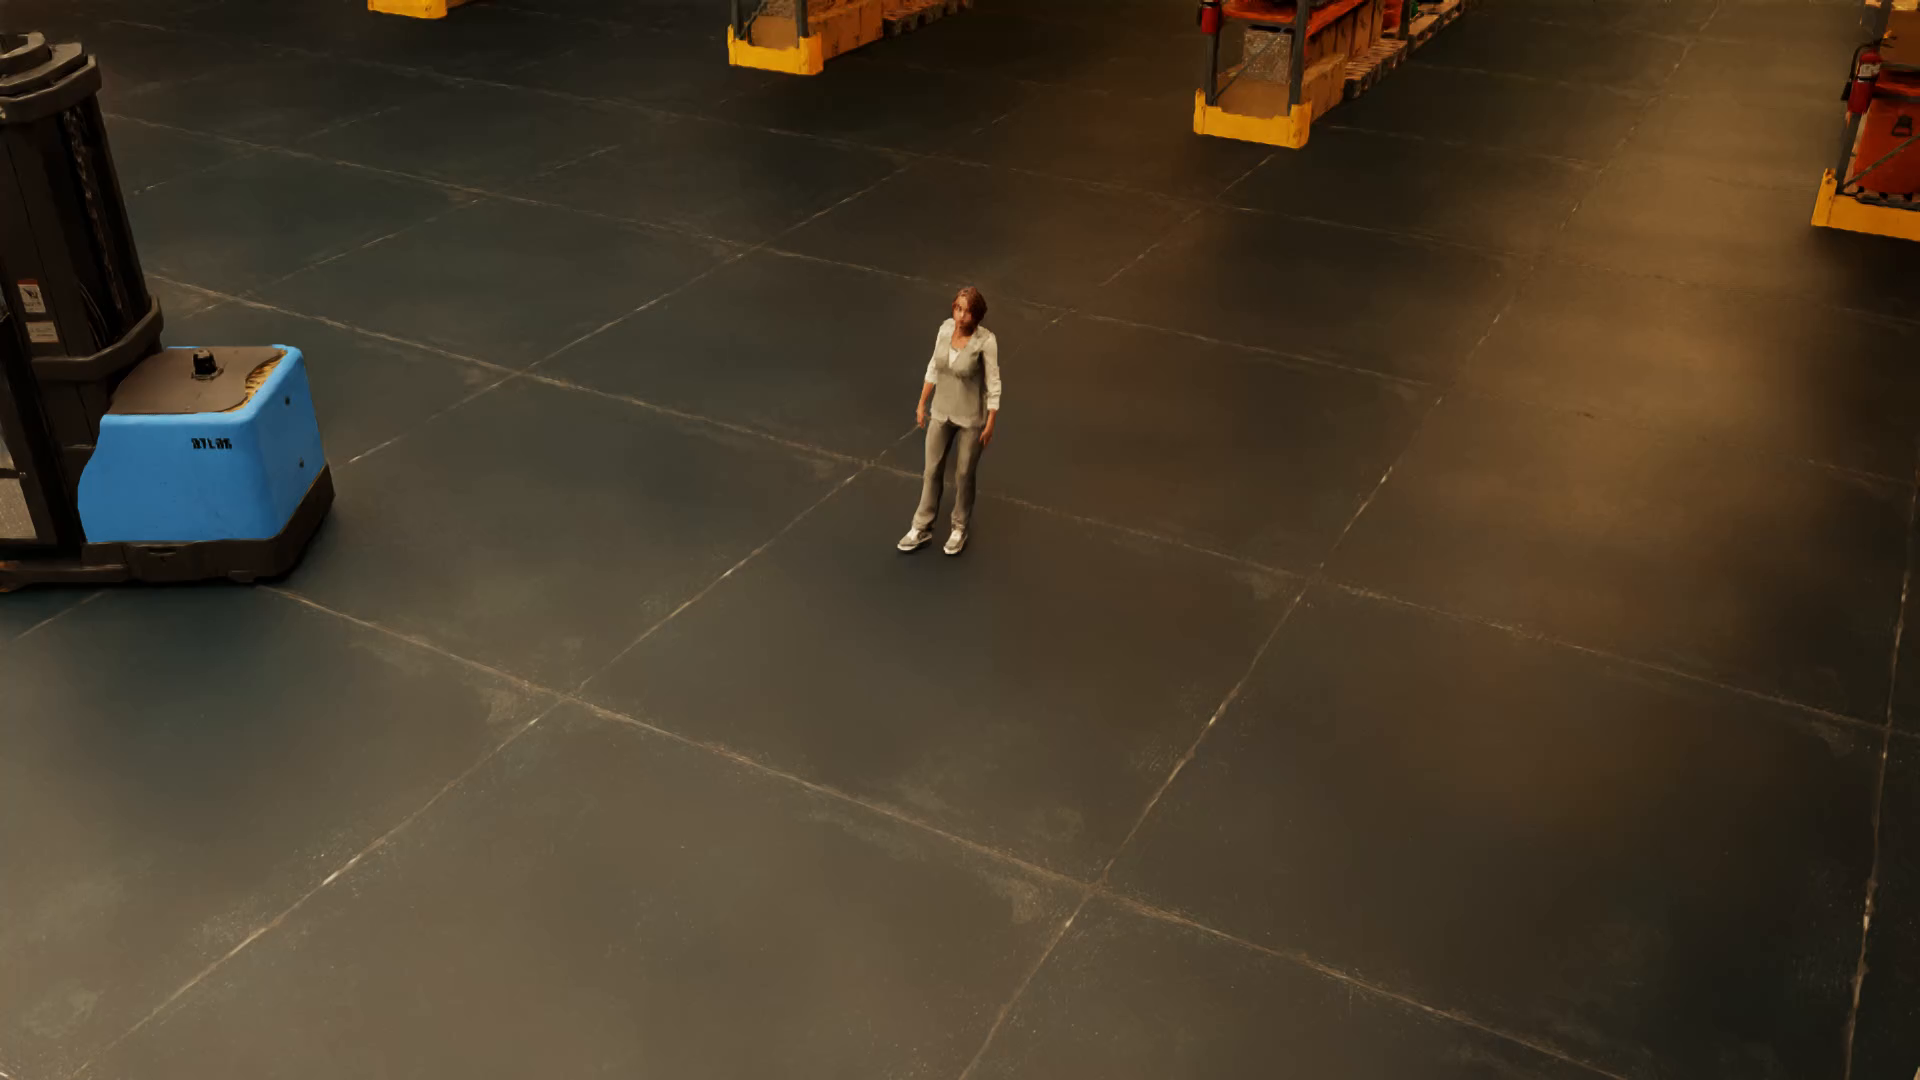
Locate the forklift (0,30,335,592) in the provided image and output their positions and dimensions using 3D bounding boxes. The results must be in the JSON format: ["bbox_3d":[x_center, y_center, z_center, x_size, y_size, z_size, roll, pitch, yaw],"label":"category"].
[{"bbox_3d":[-5.383,-1.238,9.216,3.031,2.935,1.130,-1,30,-2],"label":"forklift"}]

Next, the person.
[{"bbox_3d":[-0.048,-0.669,9.550,0.521,1.597,0.474,15,33,25],"label":"person"}]
